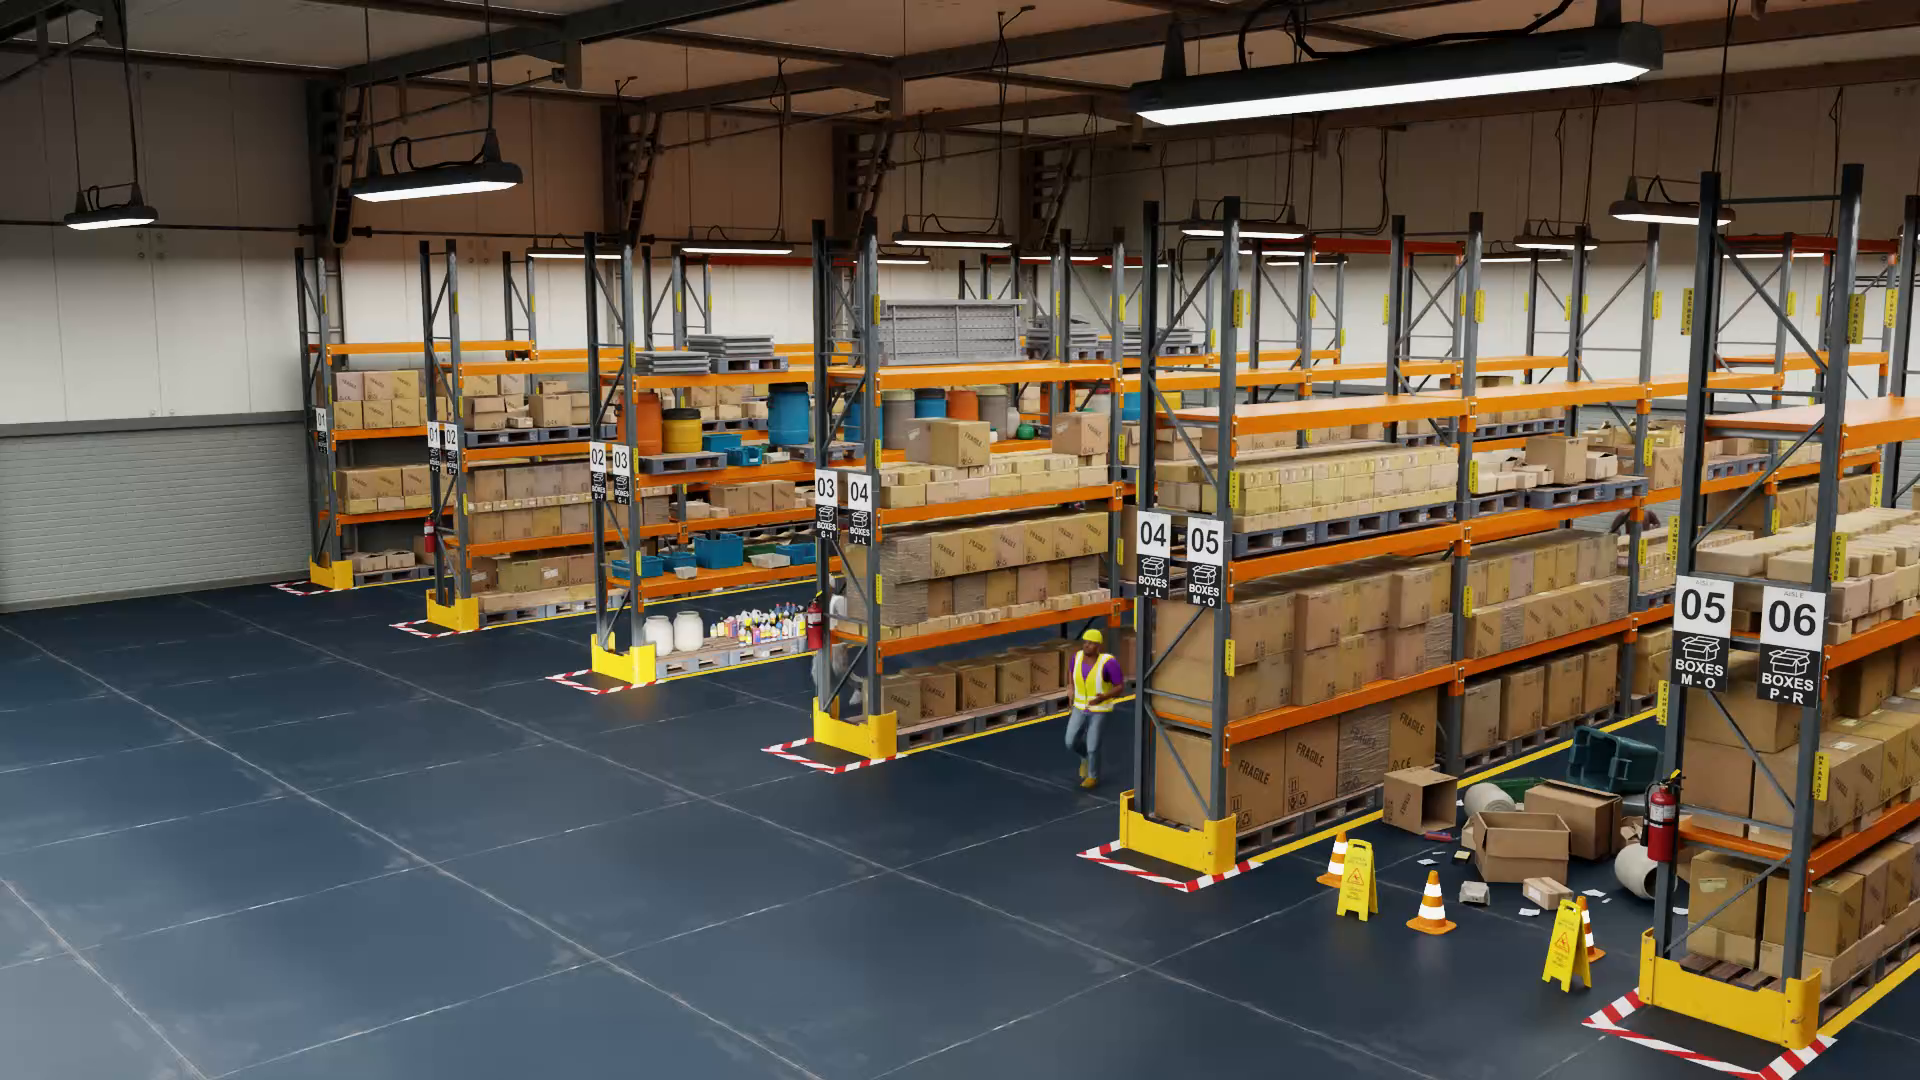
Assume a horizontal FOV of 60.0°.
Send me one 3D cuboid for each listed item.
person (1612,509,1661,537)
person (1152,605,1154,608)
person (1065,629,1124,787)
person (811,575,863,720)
[{"bbox_3d":[11.667,0.122,28.649,0.759,1.796,0.755,1,8,7],"label":"person"},{"bbox_3d":[3.076,0.207,26.182,0.562,1.734,0.812,8,11,43],"label":"person"},{"bbox_3d":[1.359,1.772,17.415,0.703,1.718,0.574,5,10,30],"label":"person"},{"bbox_3d":[-1.530,1.305,20.653,0.697,1.825,0.912,8,11,42],"label":"person"}]
